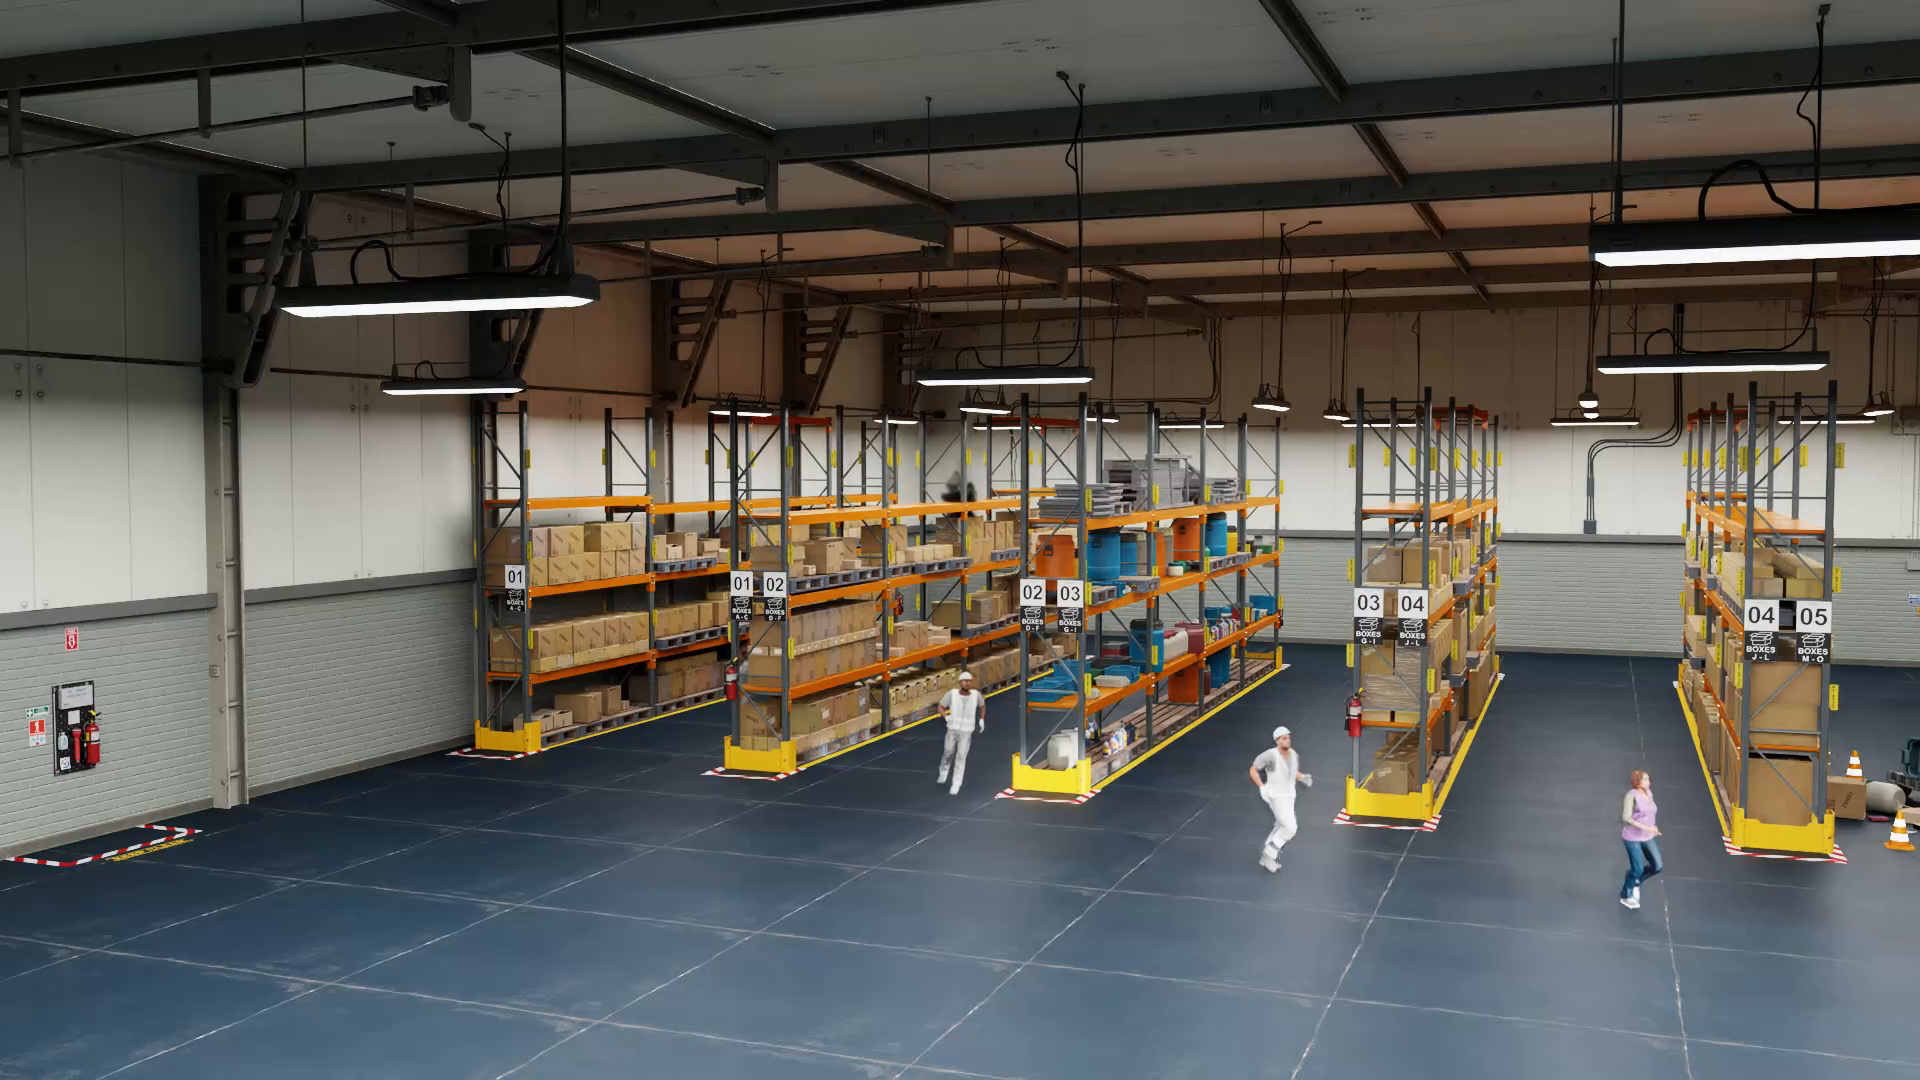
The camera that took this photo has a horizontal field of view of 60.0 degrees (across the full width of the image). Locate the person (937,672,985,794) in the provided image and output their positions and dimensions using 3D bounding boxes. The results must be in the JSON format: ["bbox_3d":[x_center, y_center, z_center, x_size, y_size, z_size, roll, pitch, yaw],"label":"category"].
[{"bbox_3d":[0.021,2.882,25.143,0.742,1.772,0.958,0,3,-1],"label":"person"}]

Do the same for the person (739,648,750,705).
[{"bbox_3d":[-3.904,2.734,29.684,0.532,1.612,0.786,1,3,17],"label":"person"}]

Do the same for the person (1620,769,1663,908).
[{"bbox_3d":[7.575,3.327,18.426,0.564,1.538,0.558,-1,3,-28],"label":"person"}]

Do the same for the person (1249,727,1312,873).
[{"bbox_3d":[3.924,3.135,20.098,0.625,1.762,0.658,-2,4,-38],"label":"person"}]
